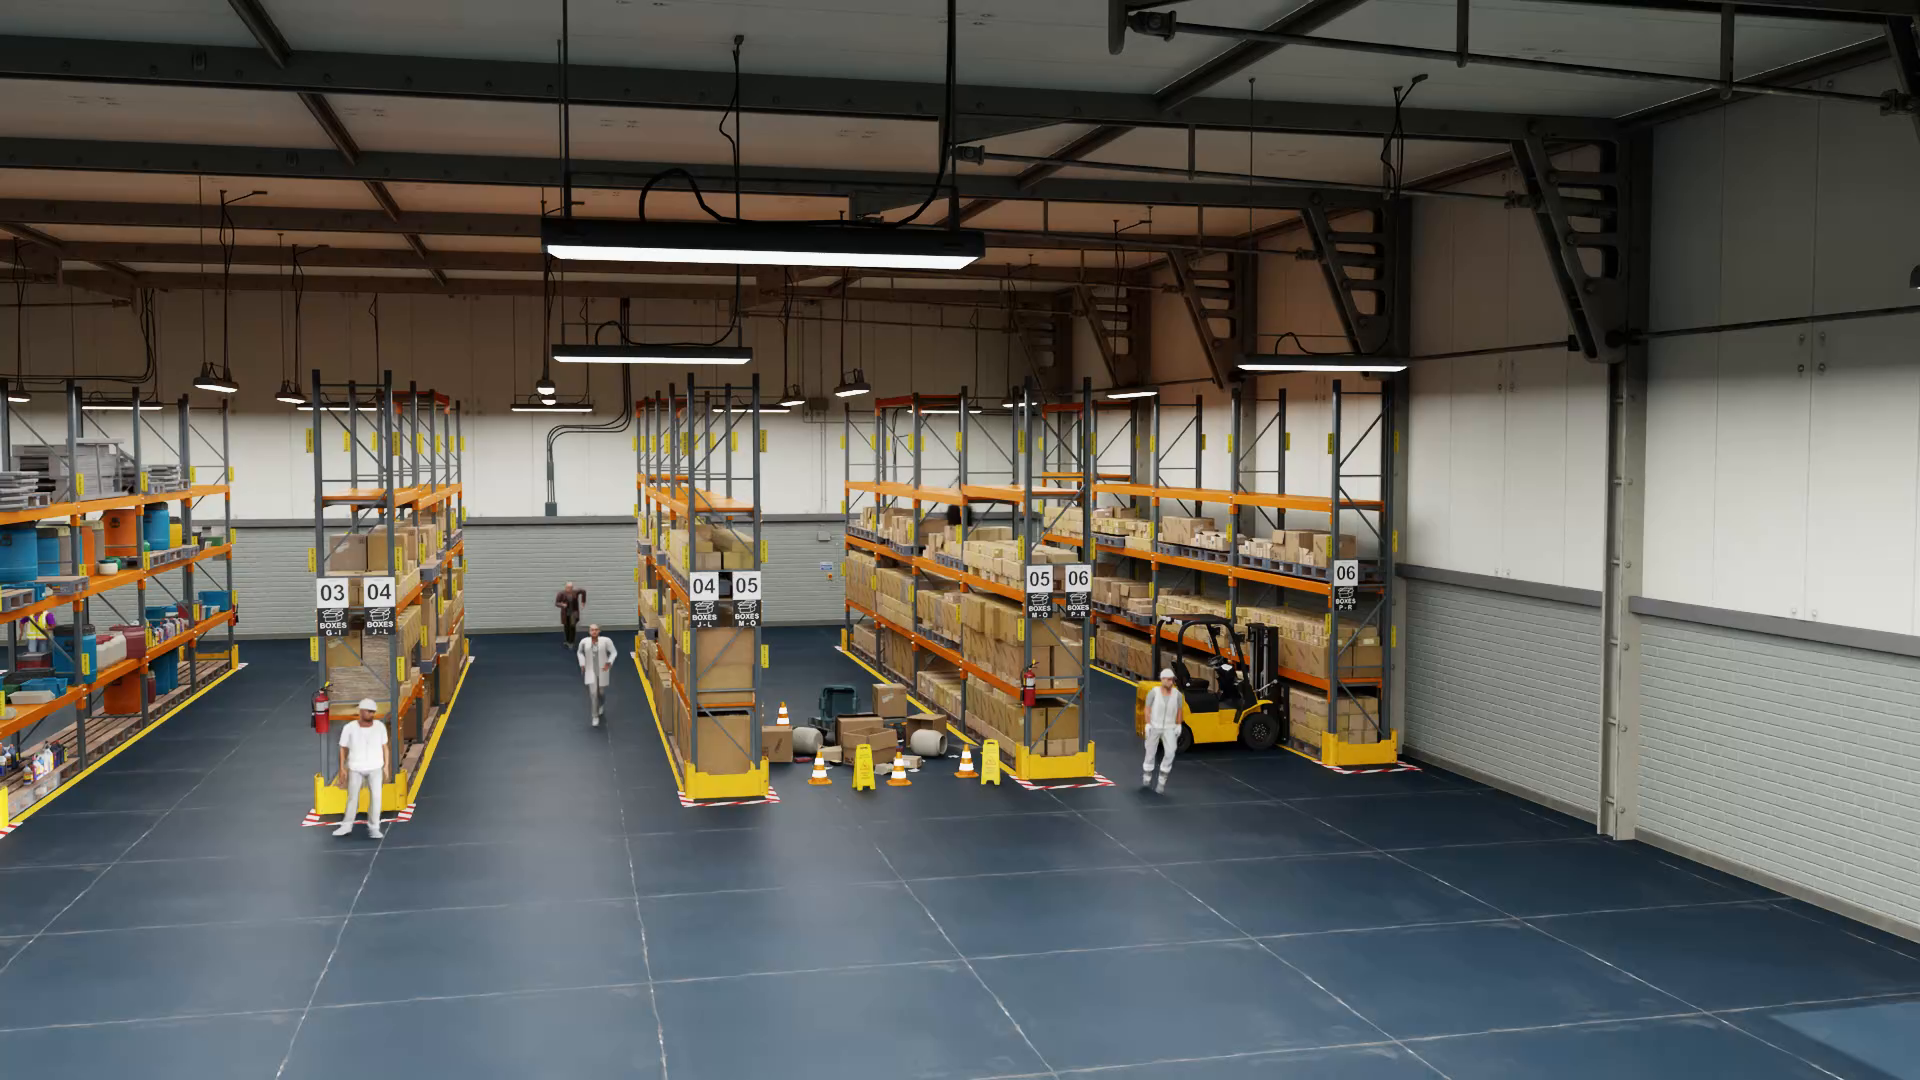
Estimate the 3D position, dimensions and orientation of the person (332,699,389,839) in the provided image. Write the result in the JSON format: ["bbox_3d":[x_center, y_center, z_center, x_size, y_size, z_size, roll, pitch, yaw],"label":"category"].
[{"bbox_3d":[-7.632,2.904,21.158,0.699,1.765,0.507,-2,4,-25],"label":"person"}]

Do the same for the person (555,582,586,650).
[{"bbox_3d":[-9.502,1.854,40.599,0.742,1.705,1.060,-1,3,-13],"label":"person"}]

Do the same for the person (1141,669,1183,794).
[{"bbox_3d":[2.917,2.713,23.867,0.611,1.753,0.630,0,3,-2],"label":"person"}]

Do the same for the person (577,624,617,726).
[{"bbox_3d":[-6.532,2.398,29.956,0.715,1.806,0.878,0,3,-7],"label":"person"}]

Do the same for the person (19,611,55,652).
[{"bbox_3d":[-19.361,2.110,34.888,0.693,1.790,0.721,-1,4,-23],"label":"person"}]
